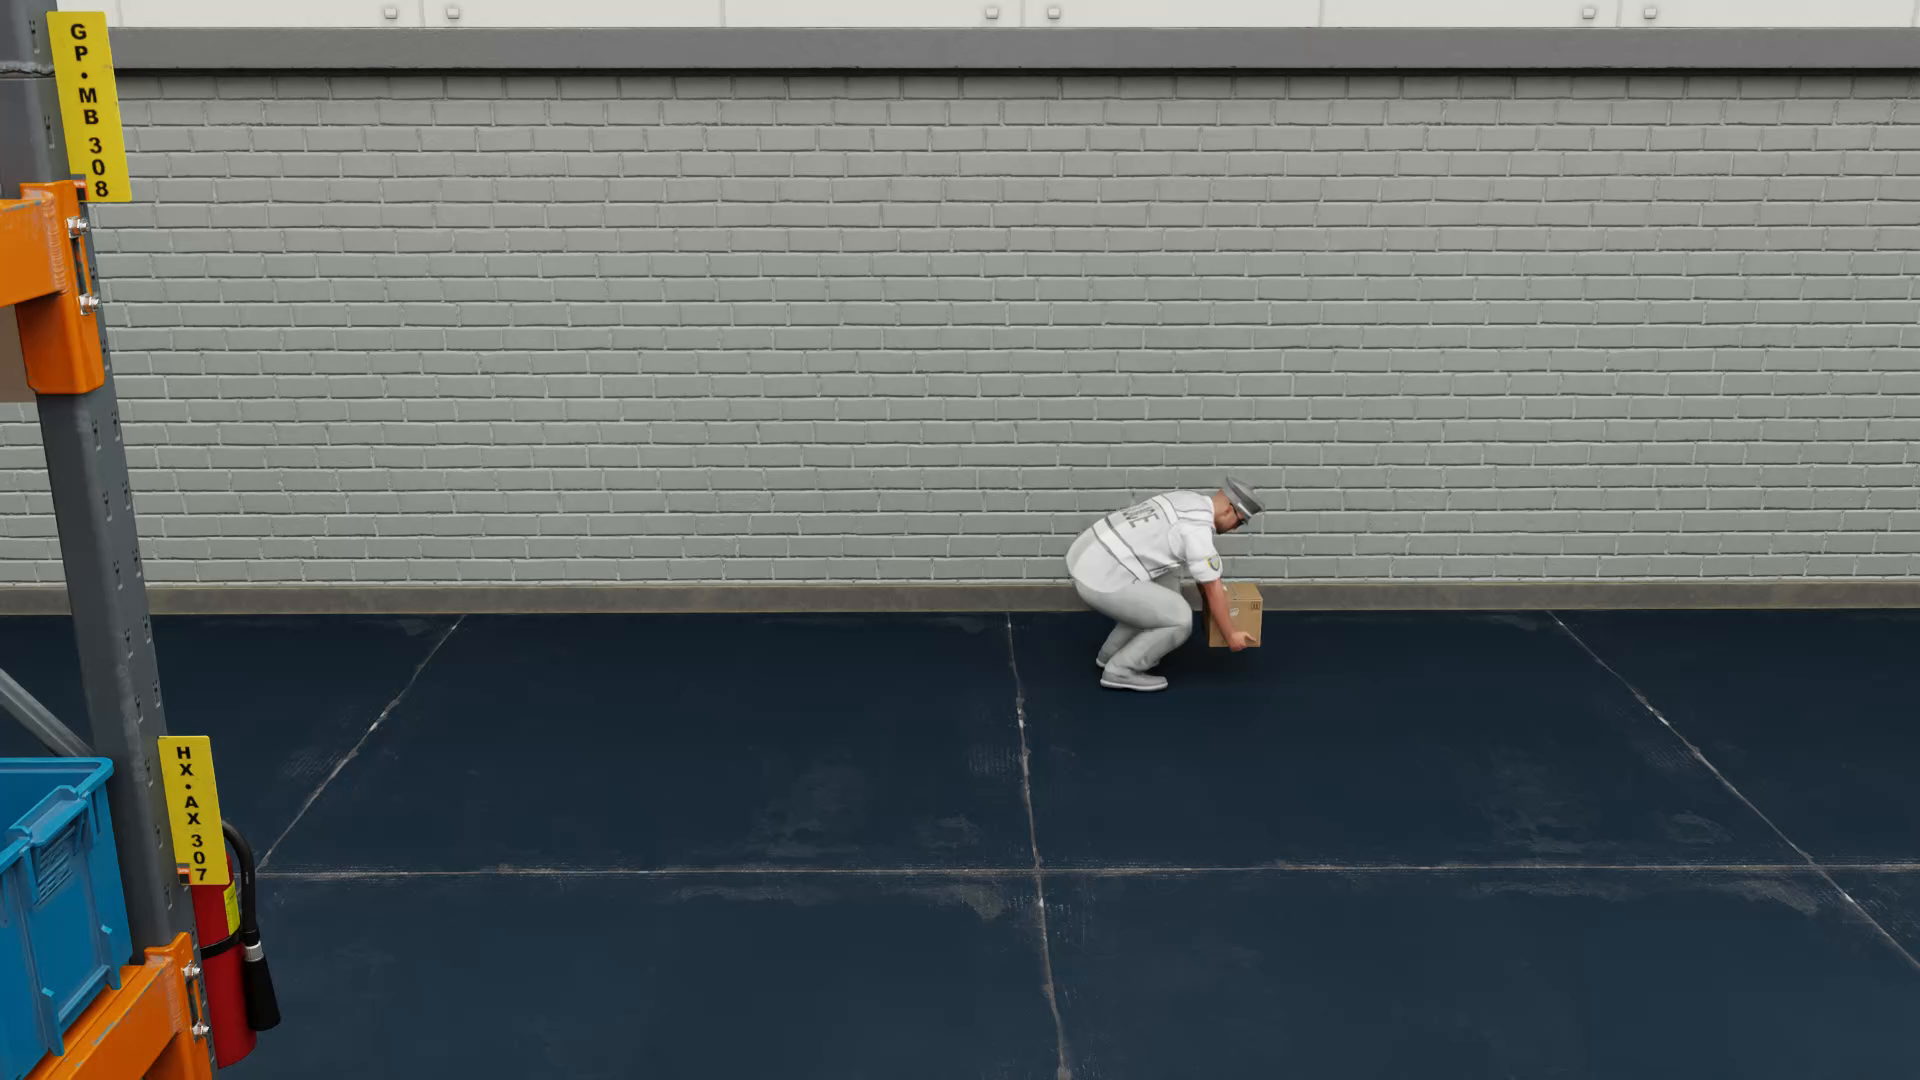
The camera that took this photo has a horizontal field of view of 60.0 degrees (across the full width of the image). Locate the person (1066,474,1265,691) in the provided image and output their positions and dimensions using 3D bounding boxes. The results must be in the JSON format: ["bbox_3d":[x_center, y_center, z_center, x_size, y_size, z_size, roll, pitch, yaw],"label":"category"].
[{"bbox_3d":[1.005,0.196,8.156,0.970,1.024,0.532,-1,17,-2],"label":"person"}]
